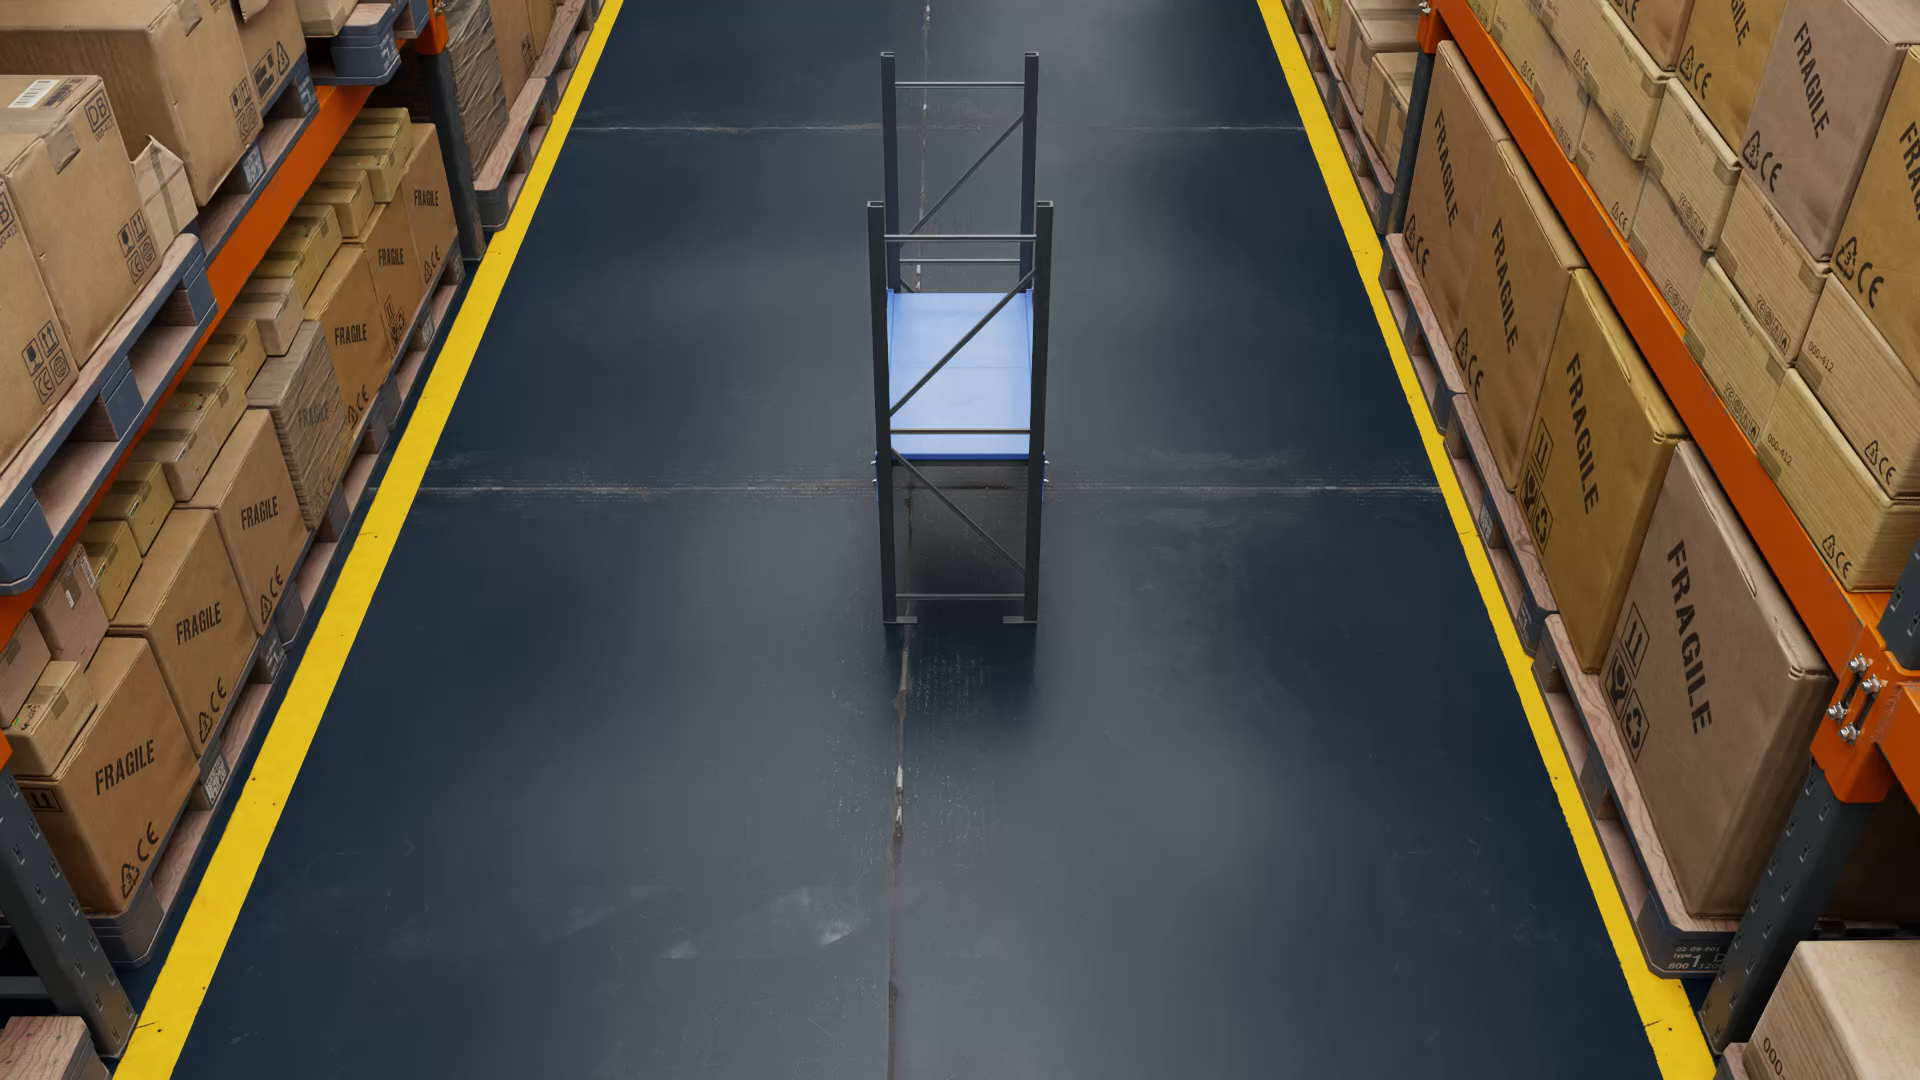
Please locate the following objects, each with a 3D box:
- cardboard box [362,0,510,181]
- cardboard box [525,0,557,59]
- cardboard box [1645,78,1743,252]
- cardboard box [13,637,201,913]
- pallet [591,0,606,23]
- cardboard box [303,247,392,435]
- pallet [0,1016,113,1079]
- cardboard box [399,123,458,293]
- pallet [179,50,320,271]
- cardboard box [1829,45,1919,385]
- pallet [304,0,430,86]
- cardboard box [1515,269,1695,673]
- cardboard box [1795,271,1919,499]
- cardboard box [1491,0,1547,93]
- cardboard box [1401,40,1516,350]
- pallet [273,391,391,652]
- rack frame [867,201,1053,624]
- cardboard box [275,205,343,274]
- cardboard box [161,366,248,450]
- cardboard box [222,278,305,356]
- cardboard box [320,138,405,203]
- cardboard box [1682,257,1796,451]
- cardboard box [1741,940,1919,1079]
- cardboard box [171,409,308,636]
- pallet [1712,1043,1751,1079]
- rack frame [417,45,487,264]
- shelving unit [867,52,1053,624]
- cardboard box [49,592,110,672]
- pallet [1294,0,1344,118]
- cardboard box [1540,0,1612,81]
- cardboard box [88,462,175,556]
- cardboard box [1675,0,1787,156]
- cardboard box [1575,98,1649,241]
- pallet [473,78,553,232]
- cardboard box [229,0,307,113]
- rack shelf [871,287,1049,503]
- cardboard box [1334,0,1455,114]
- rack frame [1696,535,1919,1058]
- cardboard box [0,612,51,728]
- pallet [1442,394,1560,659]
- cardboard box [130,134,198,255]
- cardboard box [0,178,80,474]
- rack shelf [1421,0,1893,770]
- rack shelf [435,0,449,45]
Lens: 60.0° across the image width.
[{"bbox_3d":[-2.579,-2.043,7.464,0.875,0.625,0.625,1,39,1],"label":"cardboard box"},{"bbox_3d":[-2.588,-2.873,8.499,0.875,0.625,0.625,-2,39,-2],"label":"cardboard box"},{"bbox_3d":[2.118,-0.969,4.280,0.500,0.250,0.500,1,39,1],"label":"cardboard box"},{"bbox_3d":[-2.363,0.595,4.273,0.500,0.500,0.500,2,39,2],"label":"cardboard box"},{"bbox_3d":[-2.557,-3.368,9.784,1.003,0.211,1.213,0,39,0],"label":"pallet"},{"bbox_3d":[-2.383,-0.700,5.888,0.500,0.500,0.500,2,39,2],"label":"cardboard box"},{"bbox_3d":[-2.587,1.603,3.581,1.003,0.211,1.213,0,39,0],"label":"pallet"},{"bbox_3d":[-2.376,-1.340,6.686,0.500,0.500,0.500,1,39,1],"label":"cardboard box"},{"bbox_3d":[-2.585,-1.125,4.908,1.003,0.211,1.213,0,39,0],"label":"pallet"},{"bbox_3d":[2.125,-0.629,3.256,0.500,0.500,0.500,1,39,1],"label":"cardboard box"},{"bbox_3d":[-2.521,-1.917,5.897,1.213,0.211,1.003,0,39,0],"label":"pallet"},{"bbox_3d":[2.287,-0.208,4.974,0.875,0.875,0.875,1,39,1],"label":"cardboard box"},{"bbox_3d":[2.133,-0.332,3.486,0.500,0.250,0.500,0,39,0],"label":"cardboard box"},{"bbox_3d":[2.139,-1.736,5.637,0.500,0.250,0.500,-1,39,-1],"label":"cardboard box"},{"bbox_3d":[2.290,-1.324,6.367,0.875,0.875,0.875,0,39,0],"label":"cardboard box"},{"bbox_3d":[-2.630,-0.100,5.706,1.003,0.211,1.213,0,39,0],"label":"pallet"},{"bbox_3d":[0.000,-0.321,4.951,0.500,1.500,0.032,0,39,0],"label":"rack frame"},{"bbox_3d":[-2.396,-1.048,5.804,0.380,0.149,0.250,1,39,1],"label":"cardboard box"},{"bbox_3d":[-2.386,-0.397,4.991,0.380,0.149,0.250,1,39,2],"label":"cardboard box"},{"bbox_3d":[-2.364,-0.719,5.393,0.380,0.149,0.250,-2,39,-2],"label":"cardboard box"},{"bbox_3d":[-2.307,-1.378,6.215,0.380,0.149,0.250,-2,39,-2],"label":"cardboard box"},{"bbox_3d":[2.124,-0.461,4.046,0.500,0.250,0.500,-1,39,-1],"label":"cardboard box"},{"bbox_3d":[2.270,1.308,3.432,0.875,0.438,0.875,-1,39,-1],"label":"cardboard box"},{"bbox_3d":[-2.369,-0.051,5.078,0.500,0.500,0.500,-1,39,-1],"label":"cardboard box"},{"bbox_3d":[2.299,1.643,3.530,1.003,0.211,1.213,0,39,0],"label":"pallet"},{"bbox_3d":[-2.592,-2.416,6.366,1.000,3.000,0.127,0,39,0],"label":"rack frame"},{"bbox_3d":[0.000,-0.639,5.348,0.538,1.500,1.048,0,39,0],"label":"shelving unit"},{"bbox_3d":[-2.399,0.246,4.188,0.380,0.149,0.250,-1,39,-1],"label":"cardboard box"},{"bbox_3d":[2.374,-2.583,8.805,1.003,0.211,1.213,0,39,0],"label":"pallet"},{"bbox_3d":[2.113,-1.606,5.076,0.500,0.250,0.500,0,39,0],"label":"cardboard box"},{"bbox_3d":[-2.425,-0.085,4.602,0.380,0.149,0.250,-1,39,-1],"label":"cardboard box"},{"bbox_3d":[2.136,-1.269,4.056,0.500,0.500,0.500,1,39,1],"label":"cardboard box"},{"bbox_3d":[2.138,-1.099,4.843,0.500,0.250,0.500,0,39,0],"label":"cardboard box"},{"bbox_3d":[-2.554,-1.842,7.880,1.003,0.211,1.213,0,39,0],"label":"pallet"},{"bbox_3d":[-2.405,-1.599,4.929,0.797,0.503,0.637,-1,39,-1],"label":"cardboard box"},{"bbox_3d":[0.000,-0.498,5.460,0.538,0.185,1.000,0,39,0],"label":"rack shelf"},{"bbox_3d":[2.372,-2.375,8.080,0.950,0.372,0.625,-1,39,-1],"label":"cardboard box"},{"bbox_3d":[2.377,0.080,3.252,1.000,3.000,0.127,0,39,0],"label":"rack frame"},{"bbox_3d":[-2.382,0.304,3.879,0.380,0.149,0.250,-1,39,-1],"label":"cardboard box"},{"bbox_3d":[2.296,-0.079,5.680,1.003,0.211,1.213,0,39,0],"label":"pallet"},{"bbox_3d":[-2.205,-0.895,4.240,0.396,0.266,0.258,2,39,2],"label":"cardboard box"},{"bbox_3d":[-2.364,-0.420,3.460,0.700,0.500,0.500,1,39,1],"label":"cardboard box"},{"bbox_3d":[2.374,-0.890,5.038,1.077,0.370,4.000,0,39,0],"label":"rack shelf"},{"bbox_3d":[-2.594,-3.386,8.152,1.077,0.370,4.000,0,39,0],"label":"rack shelf"}]
